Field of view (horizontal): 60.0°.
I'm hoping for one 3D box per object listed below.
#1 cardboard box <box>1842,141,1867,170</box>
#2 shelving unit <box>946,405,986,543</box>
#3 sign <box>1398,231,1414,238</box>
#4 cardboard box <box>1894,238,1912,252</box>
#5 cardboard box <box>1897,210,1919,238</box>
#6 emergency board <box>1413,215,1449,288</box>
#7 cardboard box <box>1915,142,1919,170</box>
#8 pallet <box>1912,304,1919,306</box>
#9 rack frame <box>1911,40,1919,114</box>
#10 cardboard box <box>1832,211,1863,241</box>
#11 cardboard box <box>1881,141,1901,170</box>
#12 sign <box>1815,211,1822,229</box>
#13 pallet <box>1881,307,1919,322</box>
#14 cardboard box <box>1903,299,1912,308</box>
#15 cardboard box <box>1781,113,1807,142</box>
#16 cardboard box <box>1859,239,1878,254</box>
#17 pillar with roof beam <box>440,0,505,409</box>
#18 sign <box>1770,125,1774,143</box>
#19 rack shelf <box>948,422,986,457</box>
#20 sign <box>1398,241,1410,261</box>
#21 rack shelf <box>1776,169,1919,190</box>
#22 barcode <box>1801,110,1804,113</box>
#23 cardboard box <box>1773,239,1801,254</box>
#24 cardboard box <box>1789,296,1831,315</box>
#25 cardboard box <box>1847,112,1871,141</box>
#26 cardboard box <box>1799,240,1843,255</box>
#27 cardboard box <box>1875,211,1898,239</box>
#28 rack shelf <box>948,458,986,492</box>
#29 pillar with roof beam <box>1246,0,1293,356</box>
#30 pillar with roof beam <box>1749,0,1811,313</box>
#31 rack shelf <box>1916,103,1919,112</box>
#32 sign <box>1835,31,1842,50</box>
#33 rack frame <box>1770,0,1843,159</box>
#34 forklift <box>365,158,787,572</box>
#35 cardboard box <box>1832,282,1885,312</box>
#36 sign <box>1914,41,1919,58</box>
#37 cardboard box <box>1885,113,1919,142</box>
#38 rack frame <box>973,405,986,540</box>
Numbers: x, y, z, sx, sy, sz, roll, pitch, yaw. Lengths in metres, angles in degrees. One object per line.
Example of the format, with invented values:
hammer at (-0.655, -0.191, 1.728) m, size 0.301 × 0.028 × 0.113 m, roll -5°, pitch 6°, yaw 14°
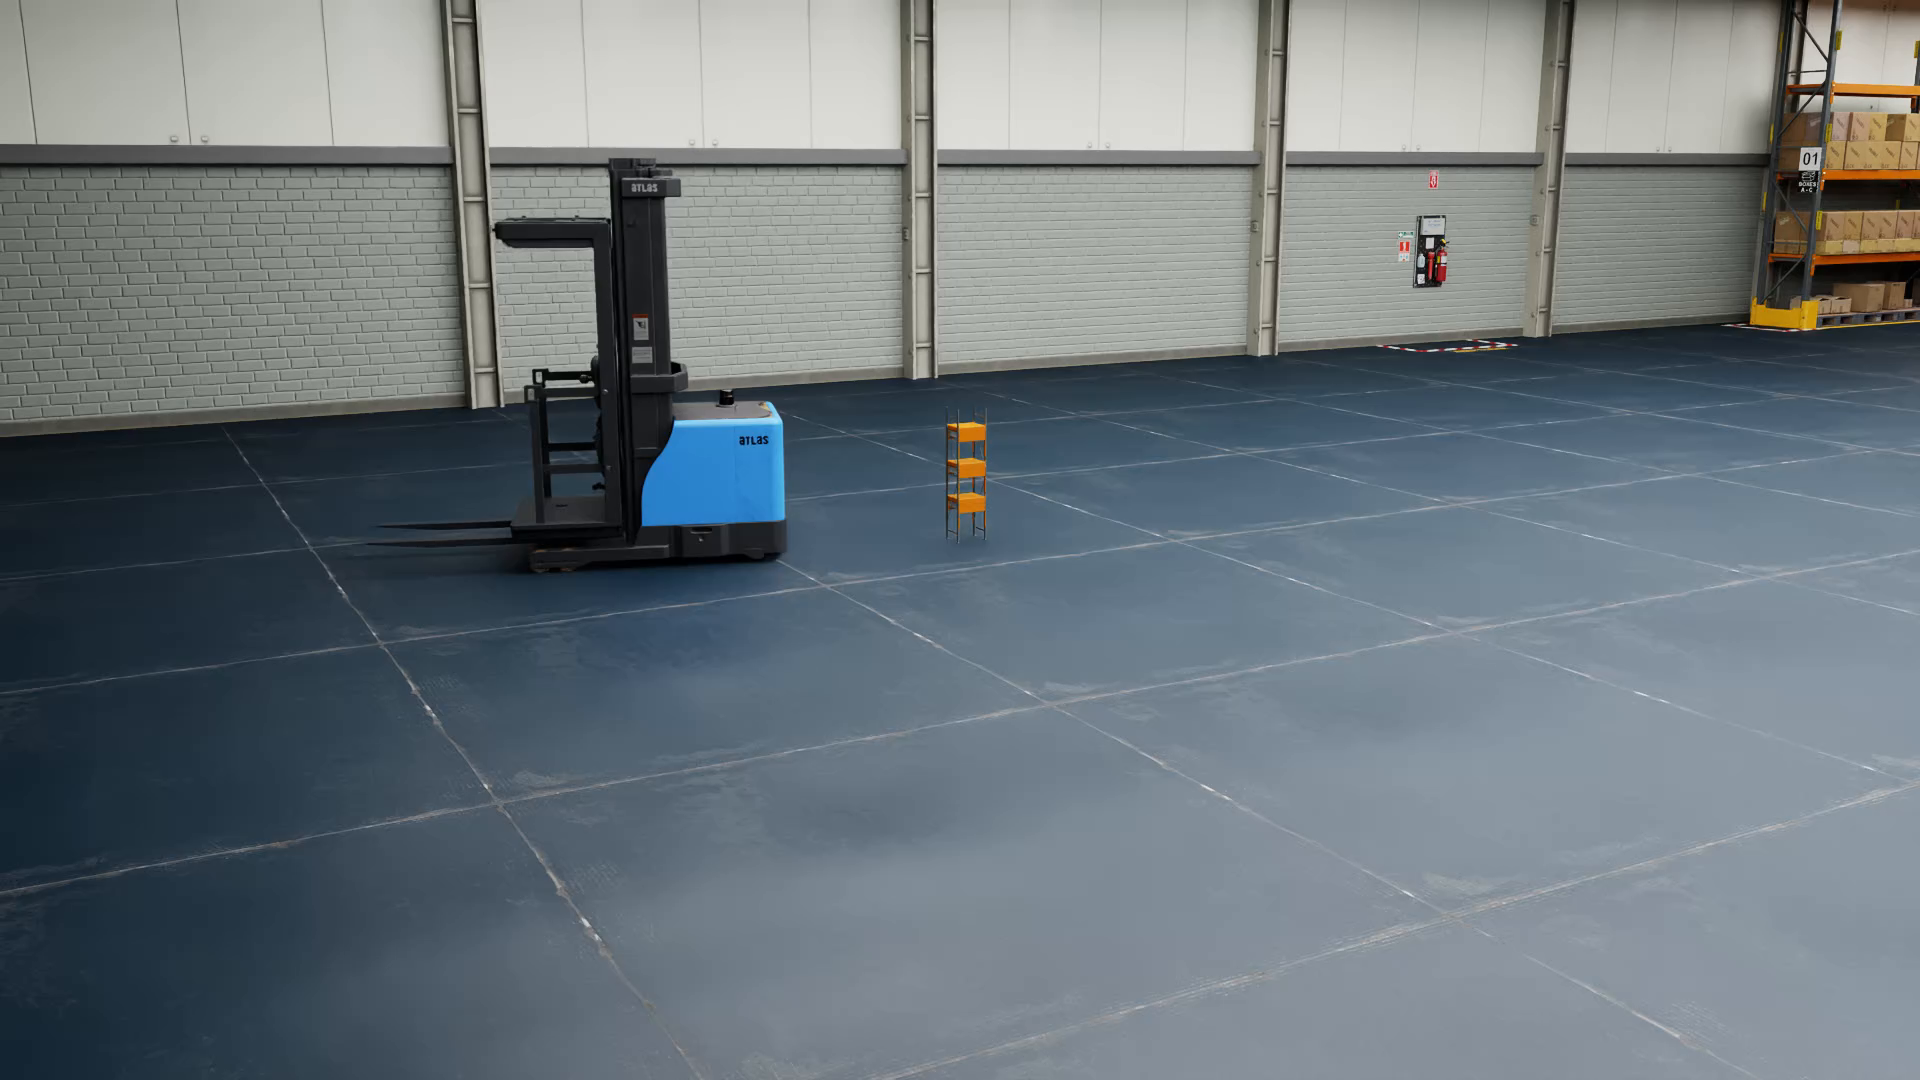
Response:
cardboard box at (15.951, -6.944, 30.027) m, size 0.500 × 0.500 × 0.500 m, roll -6°, pitch 14°, yaw -24°
shelving unit at (0.047, -0.518, 13.019) m, size 0.252 × 1.050 × 0.215 m, roll -7°, pitch 14°, yaw -28°
sign at (7.269, -4.978, 27.109) m, size 0.331 × 0.109 × 0.001 m, roll -7°, pitch 14°, yaw -28°
cardboard box at (17.414, -5.528, 31.135) m, size 0.500 × 0.250 × 0.500 m, roll -7°, pitch 14°, yaw -28°
cardboard box at (17.858, -5.946, 31.284) m, size 0.500 × 0.500 × 0.500 m, roll -7°, pitch 14°, yaw -28°
emergency board at (7.795, -4.742, 27.347) m, size 0.643 × 1.169 × 0.194 m, roll -7°, pitch 14°, yaw -28°
cardboard box at (17.785, -7.176, 31.060) m, size 0.500 × 0.500 × 0.500 m, roll -8°, pitch 15°, yaw -33°
pallet at (19.242, -4.528, 32.748) m, size 1.213 × 0.211 × 1.003 m, roll -7°, pitch 14°, yaw -28°
rack frame at (18.560, -8.733, 31.418) m, size 0.127 × 3.000 × 1.000 m, roll -7°, pitch 14°, yaw -28°
cardboard box at (16.050, -5.730, 30.327) m, size 0.500 × 0.500 × 0.500 m, roll -7°, pitch 14°, yaw -28°
cardboard box at (16.864, -7.060, 30.541) m, size 0.500 × 0.500 × 0.500 m, roll -6°, pitch 14°, yaw -24°
sign at (15.309, -5.703, 29.647) m, size 0.005 × 0.325 × 0.100 m, roll -7°, pitch 14°, yaw -28°
pallet at (17.987, -4.368, 32.038) m, size 1.213 × 0.211 × 1.003 m, roll -7°, pitch 14°, yaw -28°
cardboard box at (18.105, -4.576, 32.063) m, size 0.250 × 0.166 × 0.380 m, roll -9°, pitch 16°, yaw -35°
cardboard box at (15.302, -7.491, 30.180) m, size 0.500 × 0.500 × 0.500 m, roll -6°, pitch 14°, yaw -25°
cardboard box at (16.528, -5.422, 30.665) m, size 0.500 × 0.250 × 0.500 m, roll -7°, pitch 15°, yaw -29°
pillar with roof beam at (-3.754, -5.198, 15.710) m, size 0.400 × 9.000 × 9.100 m, roll -7°, pitch 14°, yaw -28°
sign at (14.800, -7.390, 30.264) m, size 0.005 × 0.325 × 0.100 m, roll -7°, pitch 14°, yaw -28°
rack shelf at (0.047, -0.784, 12.959) m, size 0.240 × 0.259 × 0.215 m, roll -7°, pitch 14°, yaw -28°
sign at (7.260, -4.721, 27.173) m, size 0.234 × 0.329 × 0.001 m, roll -7°, pitch 14°, yaw -28°
rack shelf at (16.804, -6.708, 30.891) m, size 4.000 × 0.370 × 1.077 m, roll -7°, pitch 14°, yaw -28°
barcode at (15.432, -7.849, 30.450) m, size 0.075 × 0.075 × 0.001 m, roll -7°, pitch 14°, yaw -28°
cardboard box at (15.366, -5.408, 30.605) m, size 0.500 × 0.250 × 0.500 m, roll -7°, pitch 14°, yaw -27°
cardboard box at (15.699, -4.344, 30.700) m, size 0.500 × 0.311 × 0.500 m, roll -9°, pitch 15°, yaw -34°
cardboard box at (15.968, -7.432, 29.917) m, size 0.500 × 0.500 × 0.500 m, roll -7°, pitch 14°, yaw -29°
cardboard box at (15.629, -5.312, 30.177) m, size 0.500 × 0.250 × 0.500 m, roll -7°, pitch 15°, yaw -29°
cardboard box at (16.954, -5.840, 30.814) m, size 0.500 × 0.500 × 0.500 m, roll -6°, pitch 14°, yaw -26°
rack shelf at (0.047, -0.507, 13.021) m, size 0.240 × 0.259 × 0.215 m, roll -7°, pitch 14°, yaw -28°
pillar with roof beam at (6.779, -6.460, 21.320) m, size 0.400 × 9.000 × 9.100 m, roll -7°, pitch 14°, yaw -28°
pillar with roof beam at (17.311, -7.723, 26.929) m, size 0.400 × 9.000 × 9.100 m, roll -7°, pitch 14°, yaw -28°
rack shelf at (20.315, -8.397, 32.475) m, size 4.000 × 0.370 × 1.077 m, roll -7°, pitch 14°, yaw -28°
sign at (15.309, -8.702, 28.972) m, size 0.005 × 0.325 × 0.100 m, roll -7°, pitch 14°, yaw -28°
rack frame at (15.049, -8.312, 29.548) m, size 0.127 × 3.000 × 1.000 m, roll -7°, pitch 14°, yaw -28°
forklift at (-2.862, -1.320, 12.298) m, size 3.031 × 2.935 × 1.130 m, roll -2°, pitch 13°, yaw -10°
cardboard box at (16.867, -4.563, 31.245) m, size 0.500 × 0.500 × 0.700 m, roll -8°, pitch 15°, yaw -31°
sign at (18.289, -9.372, 31.770) m, size 0.005 × 0.325 × 0.100 m, roll -7°, pitch 14°, yaw -28°
cardboard box at (17.320, -7.594, 30.639) m, size 0.500 × 0.500 × 0.500 m, roll -7°, pitch 15°, yaw -30°
rack frame at (0.154, -0.531, 13.076) m, size 0.008 × 1.050 × 0.200 m, roll -7°, pitch 14°, yaw -28°
